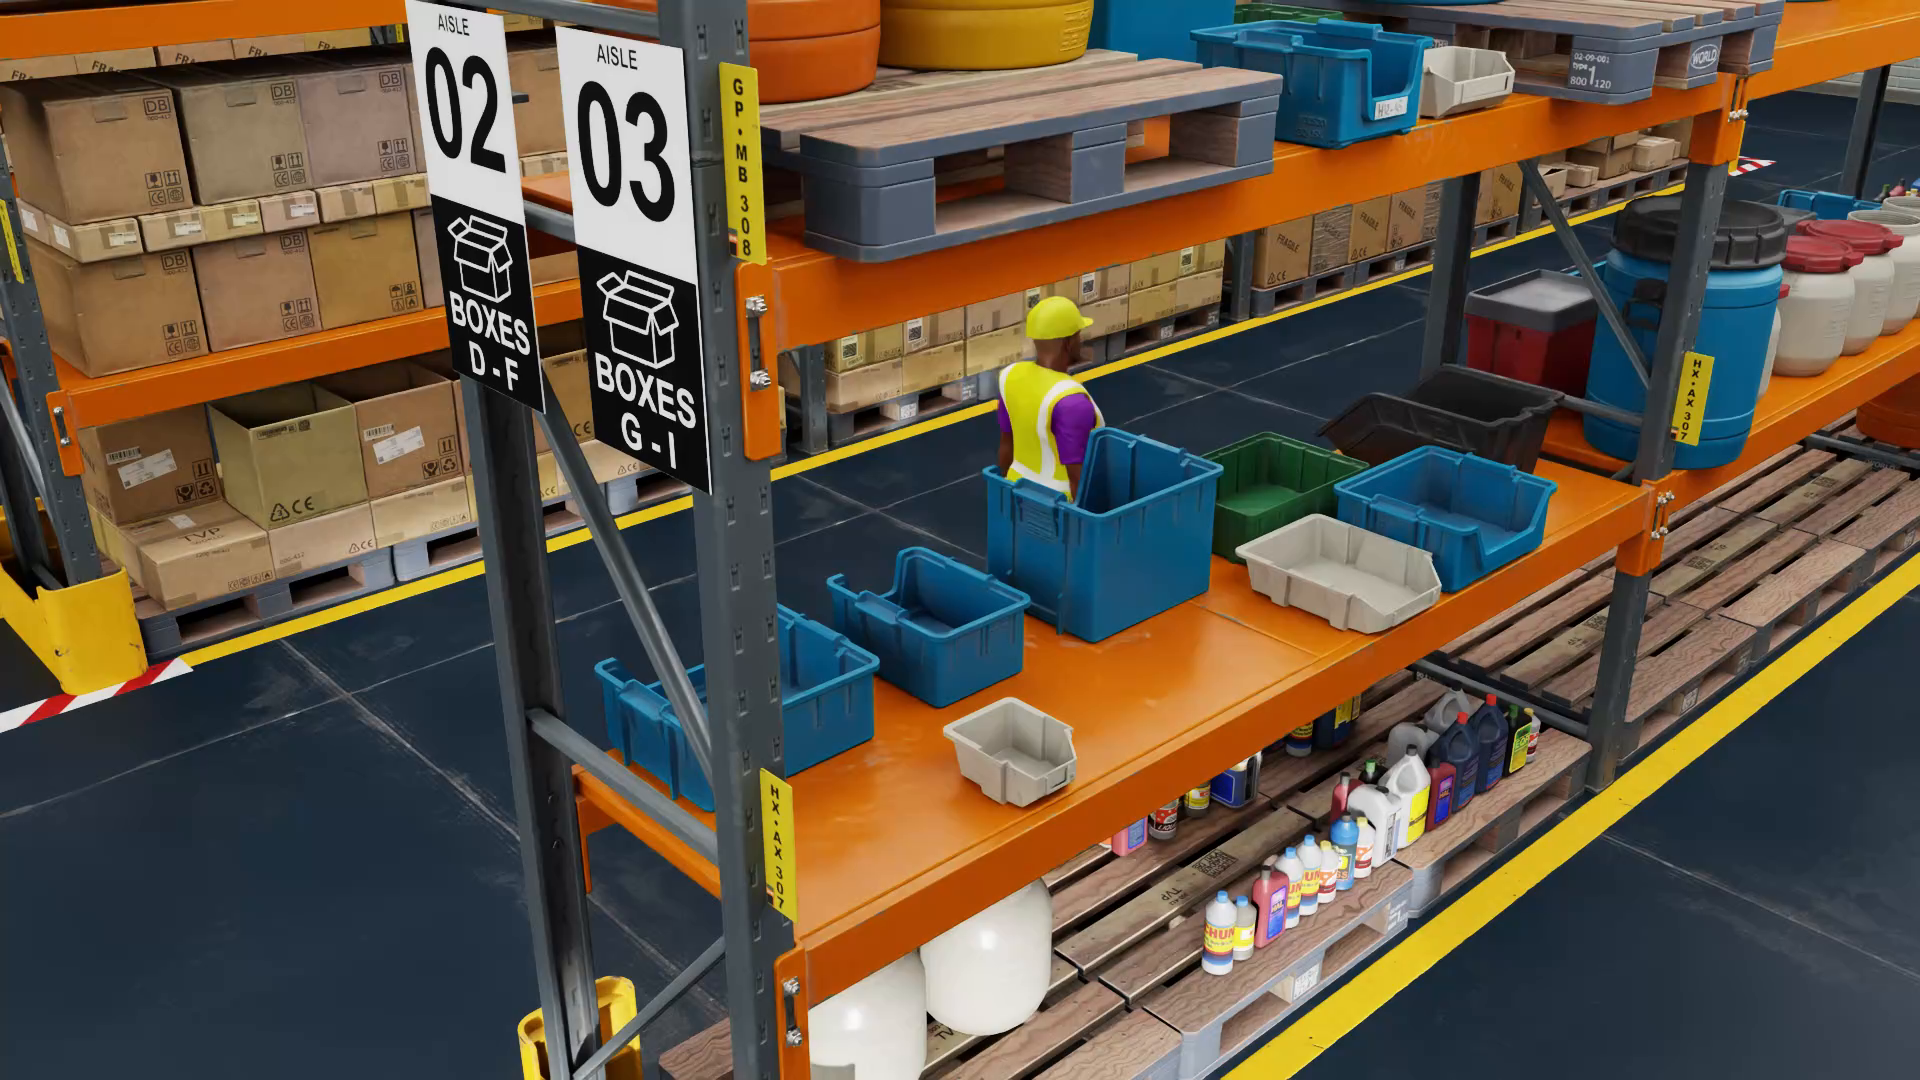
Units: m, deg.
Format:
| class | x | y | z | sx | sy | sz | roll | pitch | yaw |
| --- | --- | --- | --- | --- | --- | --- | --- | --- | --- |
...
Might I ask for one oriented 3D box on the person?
| class | x | y | z | sx | sy | sz | roll | pitch | yaw |
| --- | --- | --- | --- | --- | --- | --- | --- | --- | --- |
| person | 0.382 | -0.132 | 6.826 | 0.377 | 1.766 | 0.643 | -12 | 27 | -25 |
